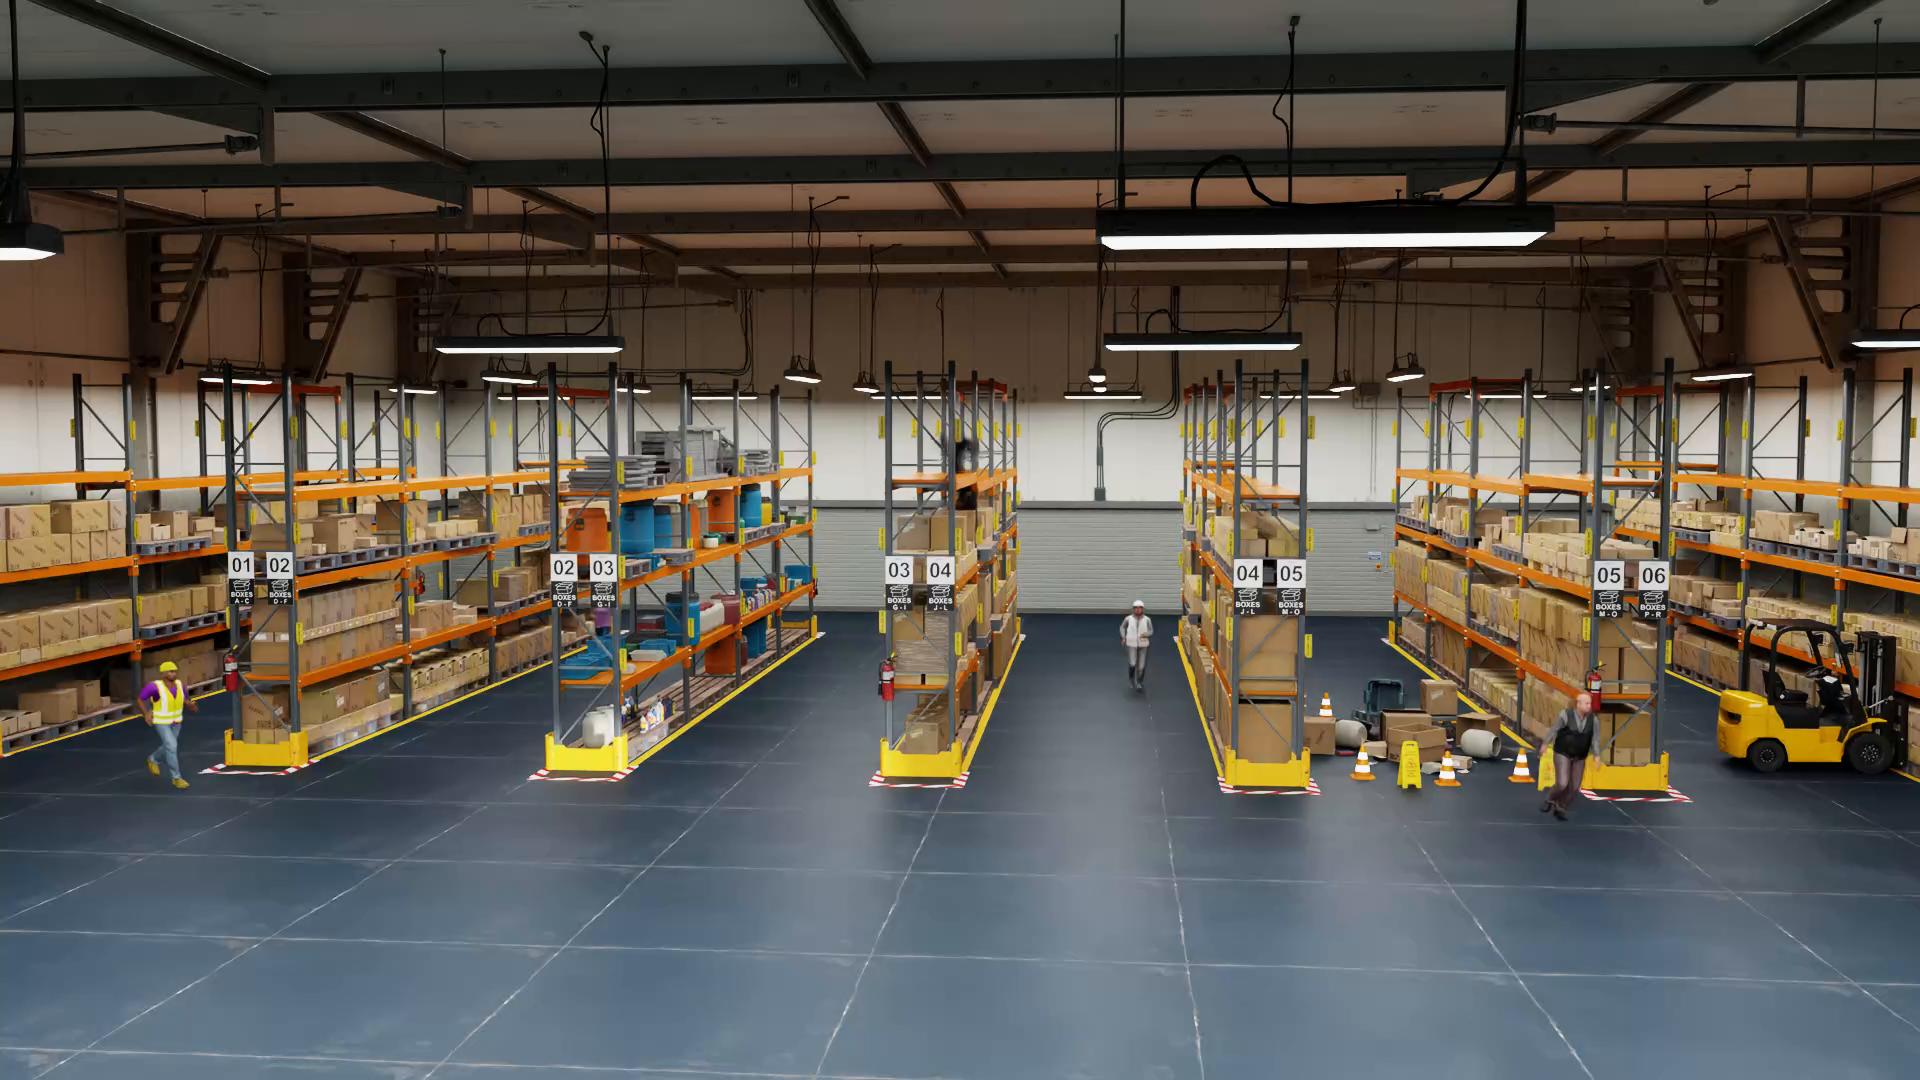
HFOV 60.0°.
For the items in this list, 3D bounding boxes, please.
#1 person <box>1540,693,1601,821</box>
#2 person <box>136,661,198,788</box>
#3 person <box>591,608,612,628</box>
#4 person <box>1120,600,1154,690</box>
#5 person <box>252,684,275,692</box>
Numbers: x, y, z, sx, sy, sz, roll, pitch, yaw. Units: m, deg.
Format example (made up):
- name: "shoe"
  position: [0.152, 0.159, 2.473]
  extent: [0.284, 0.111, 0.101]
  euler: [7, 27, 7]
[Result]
- name: "person"
  position: [7.816, 2.773, 21.274]
  extent: [0.667, 1.678, 0.563]
  euler: [0, 4, -7]
- name: "person"
  position: [-11.240, 2.584, 23.496]
  extent: [0.963, 1.762, 0.676]
  euler: [2, 4, 27]
- name: "person"
  position: [-7.620, 1.874, 35.520]
  extent: [0.509, 1.602, 0.886]
  euler: [0, 4, 5]
- name: "person"
  position: [3.395, 2.021, 31.854]
  extent: [0.636, 1.731, 0.601]
  euler: [0, 4, 1]
- name: "person"
  position: [-12.211, 2.257, 29.232]
  extent: [0.497, 1.708, 0.788]
  euler: [0, 4, -5]
